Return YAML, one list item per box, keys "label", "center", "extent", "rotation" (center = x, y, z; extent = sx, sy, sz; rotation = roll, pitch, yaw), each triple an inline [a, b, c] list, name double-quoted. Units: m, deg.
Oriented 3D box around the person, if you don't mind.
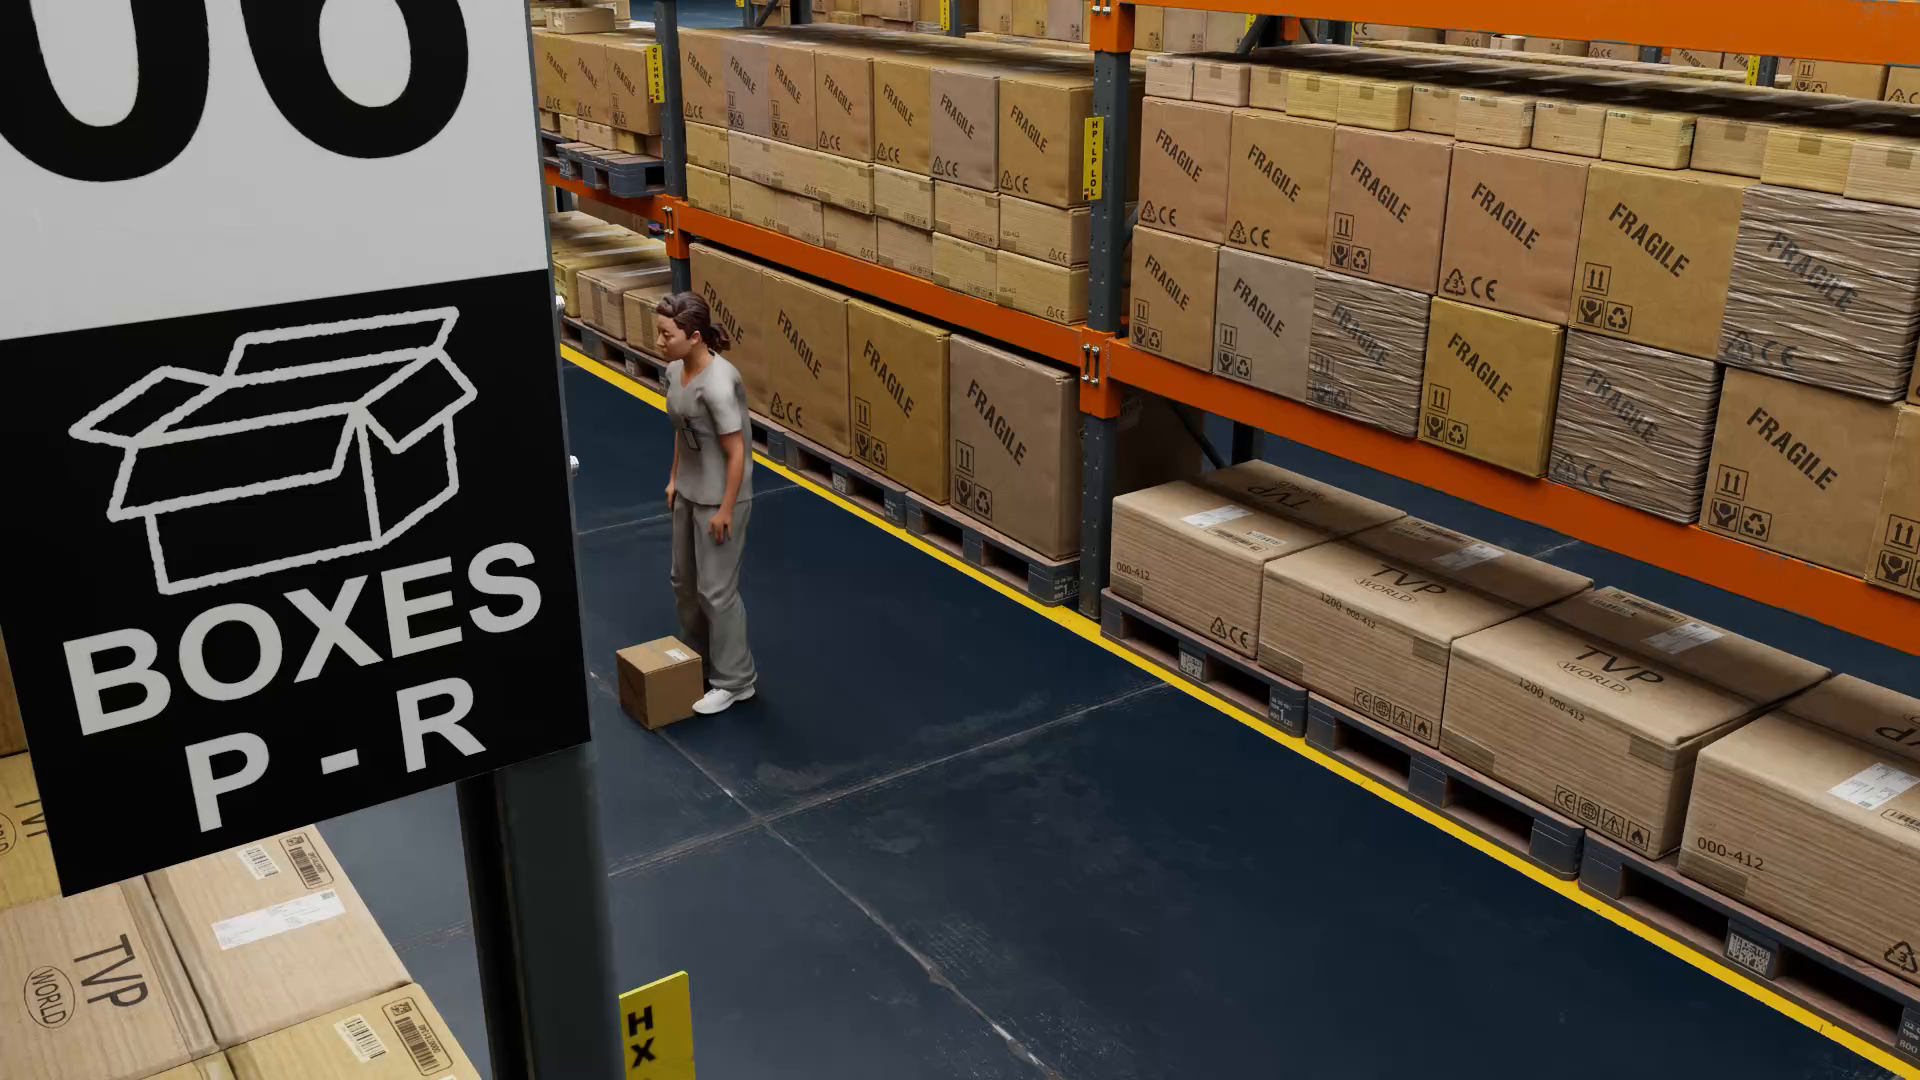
- label: "person"
  center: [-0.994, -0.135, 6.488]
  extent: [0.359, 1.630, 0.485]
  rotation: [-15, 26, -33]
